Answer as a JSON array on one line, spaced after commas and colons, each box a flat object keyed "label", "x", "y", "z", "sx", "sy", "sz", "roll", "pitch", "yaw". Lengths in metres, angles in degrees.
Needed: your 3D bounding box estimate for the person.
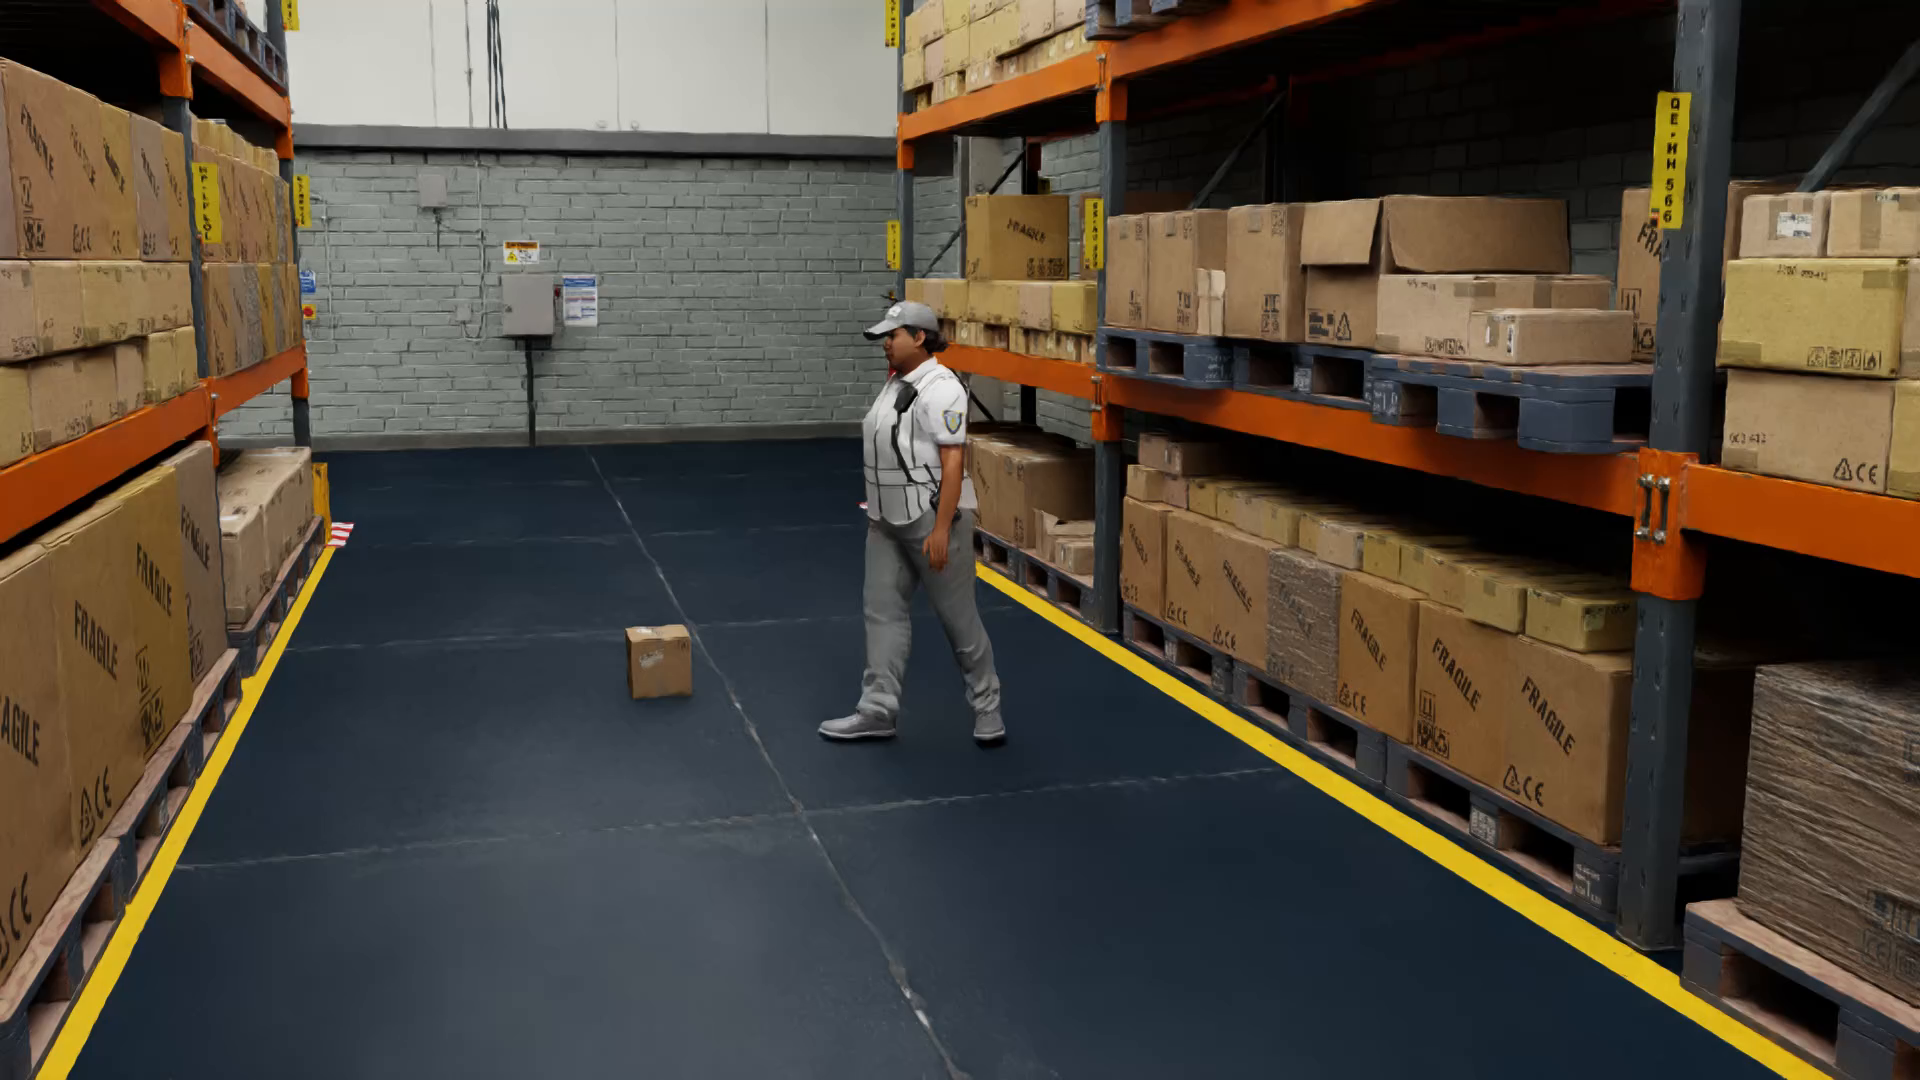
[{"label": "person", "x": -0.191, "y": -0.070, "z": 6.279, "sx": 0.639, "sy": 1.649, "sz": 0.672, "roll": -7, "pitch": 12, "yaw": -35}]
